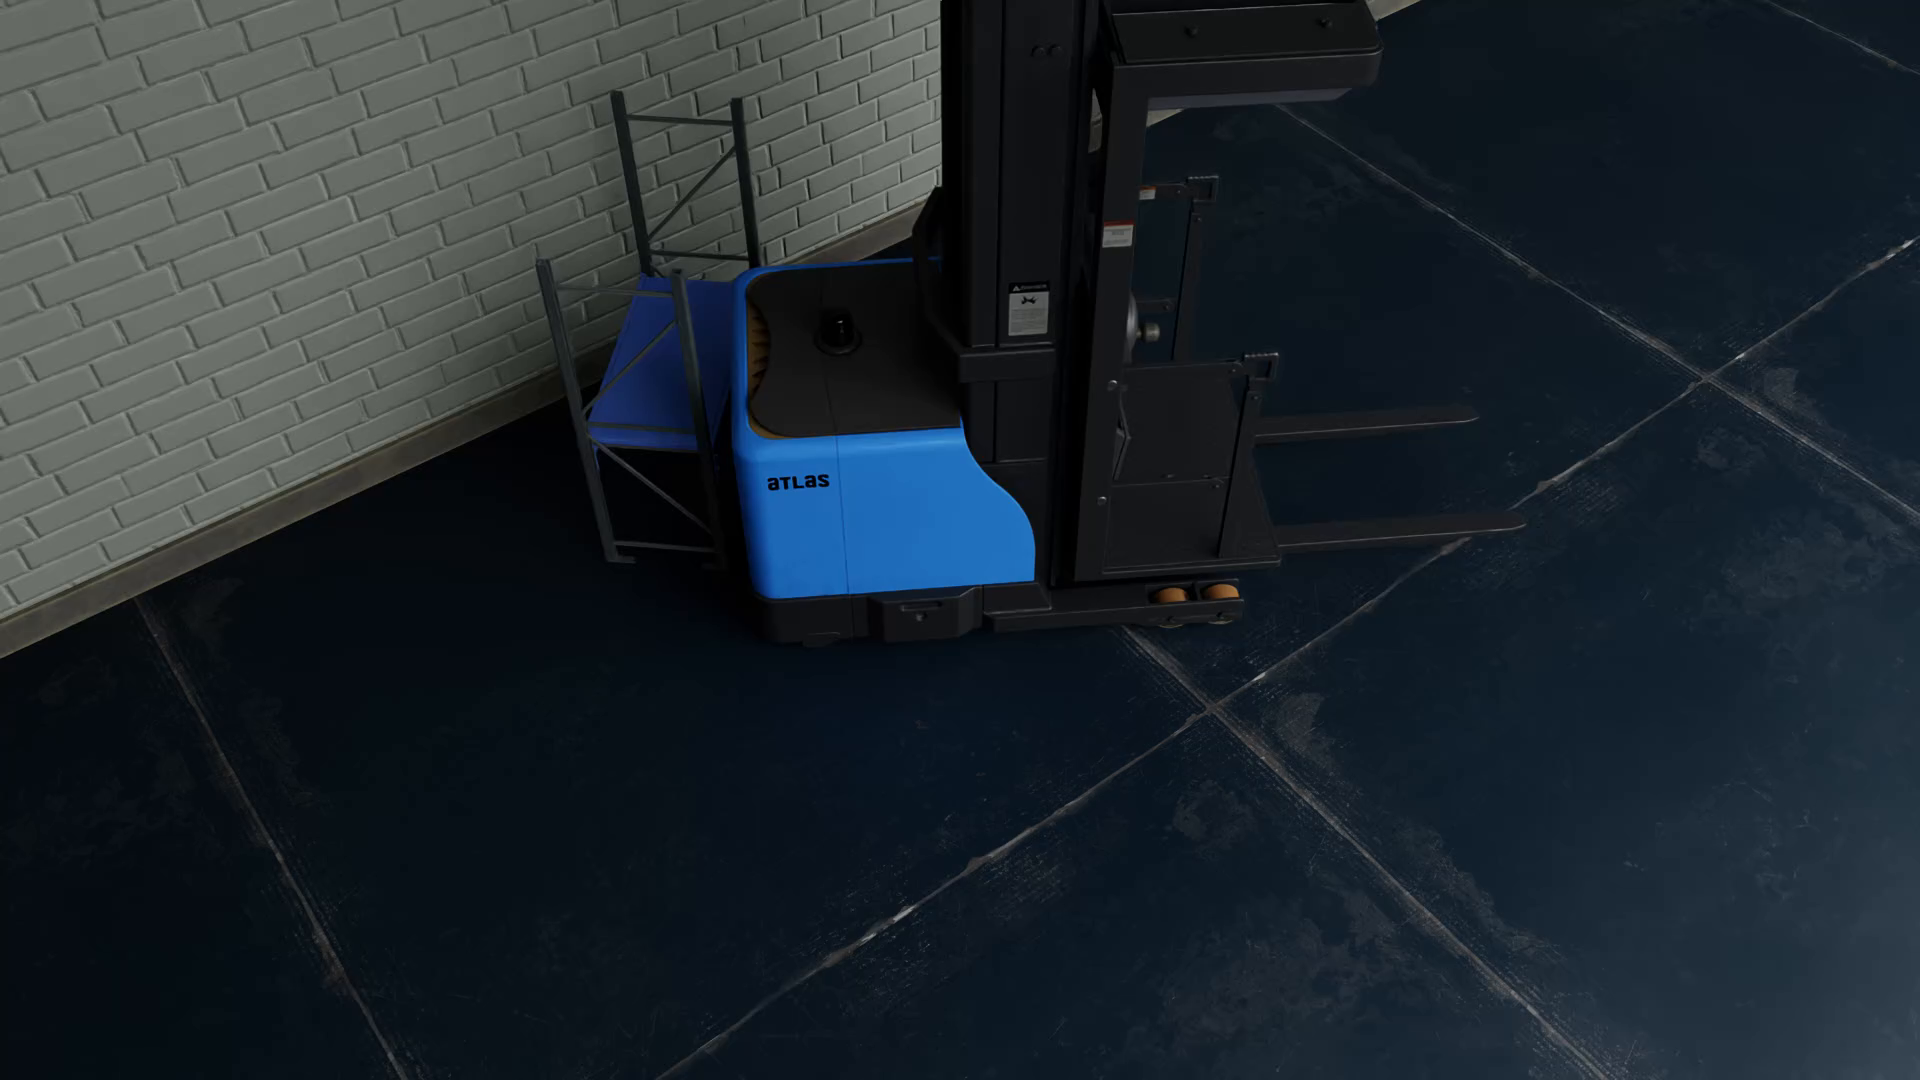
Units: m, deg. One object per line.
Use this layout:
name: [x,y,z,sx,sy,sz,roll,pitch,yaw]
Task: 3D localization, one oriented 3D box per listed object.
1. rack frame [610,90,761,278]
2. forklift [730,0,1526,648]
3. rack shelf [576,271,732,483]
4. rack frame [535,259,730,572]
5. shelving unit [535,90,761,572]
rack frame: [-1.063,-1.158,6.786,0.500,1.500,0.032,4,48,4]
forklift: [0.678,-1.033,5.707,3.031,2.935,1.130,-4,48,-4]
rack shelf: [-1.117,-0.662,6.580,0.538,0.185,1.000,4,48,4]
rack frame: [-1.170,-0.409,6.107,0.500,1.500,0.032,4,48,4]
shelving unit: [-1.117,-0.783,6.446,0.538,1.500,1.048,4,48,4]
